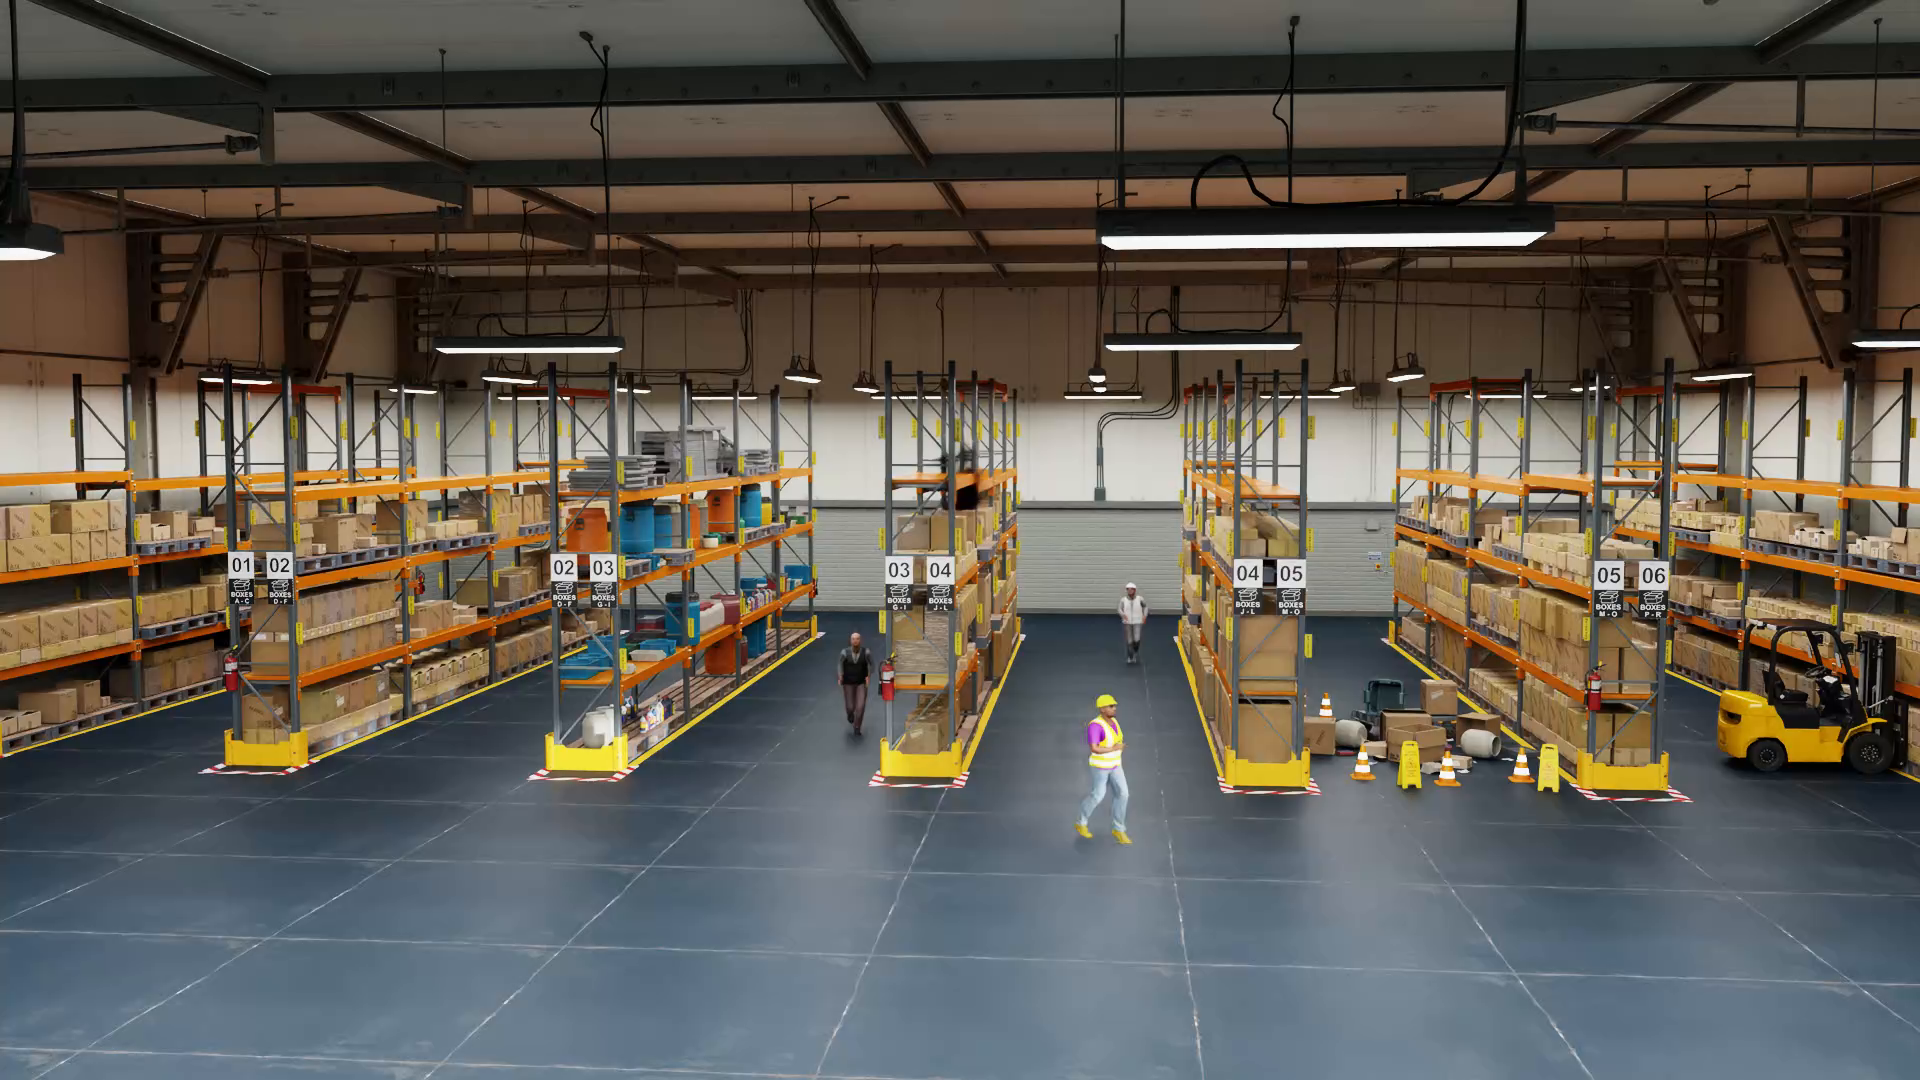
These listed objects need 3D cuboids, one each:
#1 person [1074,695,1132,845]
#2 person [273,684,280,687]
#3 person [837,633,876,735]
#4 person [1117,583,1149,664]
[{"bbox_3d":[1.746,2.789,20.196,0.799,1.840,0.700,3,5,41],"label":"person"},{"bbox_3d":[-11.840,2.262,29.206,0.547,1.704,0.761,0,4,-7],"label":"person"},{"bbox_3d":[-1.719,2.363,27.531,0.647,1.675,0.637,0,4,-3],"label":"person"},{"bbox_3d":[3.697,1.783,35.631,0.662,1.735,0.618,1,4,10],"label":"person"}]
